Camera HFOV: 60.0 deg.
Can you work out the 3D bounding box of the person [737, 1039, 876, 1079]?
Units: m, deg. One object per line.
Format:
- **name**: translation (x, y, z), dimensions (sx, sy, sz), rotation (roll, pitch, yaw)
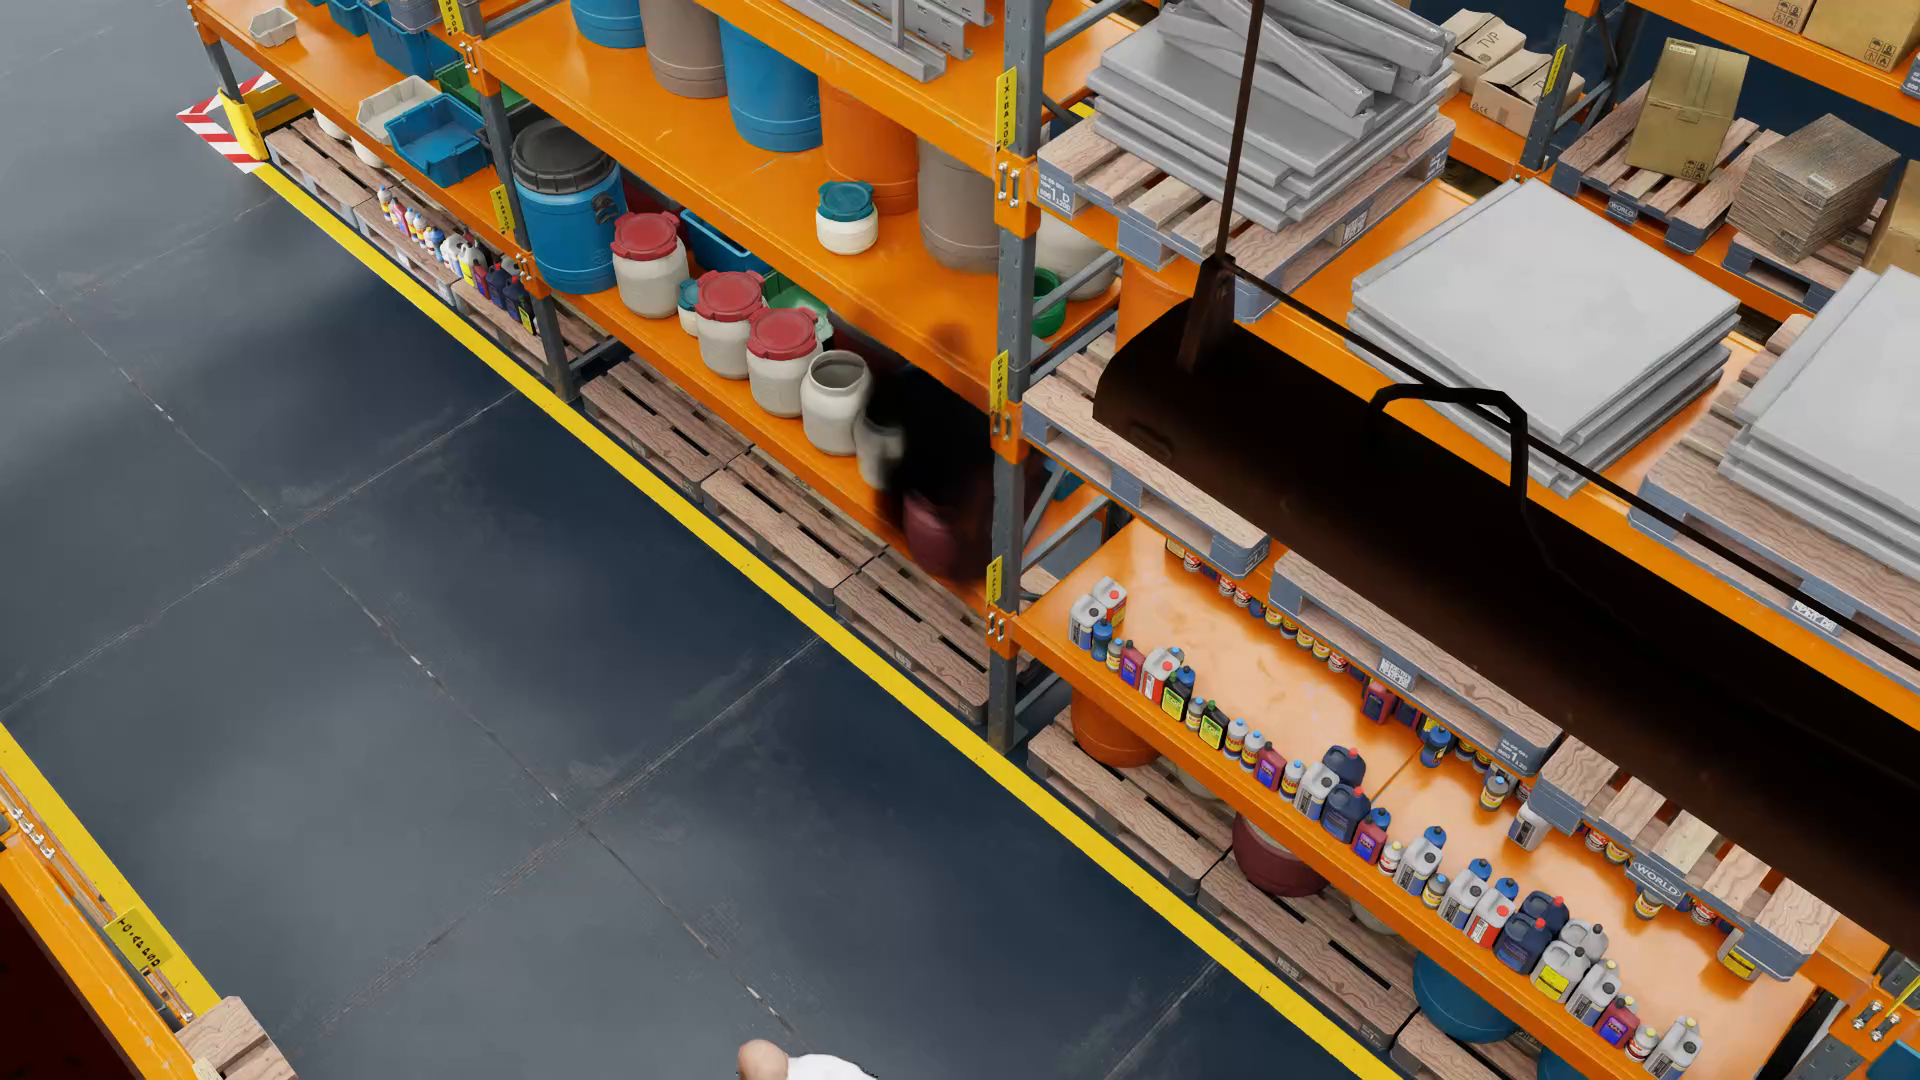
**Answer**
- **person**: translation (-0.677, 2.521, 6.756), dimensions (1.033, 1.823, 0.728), rotation (37, 59, 27)
